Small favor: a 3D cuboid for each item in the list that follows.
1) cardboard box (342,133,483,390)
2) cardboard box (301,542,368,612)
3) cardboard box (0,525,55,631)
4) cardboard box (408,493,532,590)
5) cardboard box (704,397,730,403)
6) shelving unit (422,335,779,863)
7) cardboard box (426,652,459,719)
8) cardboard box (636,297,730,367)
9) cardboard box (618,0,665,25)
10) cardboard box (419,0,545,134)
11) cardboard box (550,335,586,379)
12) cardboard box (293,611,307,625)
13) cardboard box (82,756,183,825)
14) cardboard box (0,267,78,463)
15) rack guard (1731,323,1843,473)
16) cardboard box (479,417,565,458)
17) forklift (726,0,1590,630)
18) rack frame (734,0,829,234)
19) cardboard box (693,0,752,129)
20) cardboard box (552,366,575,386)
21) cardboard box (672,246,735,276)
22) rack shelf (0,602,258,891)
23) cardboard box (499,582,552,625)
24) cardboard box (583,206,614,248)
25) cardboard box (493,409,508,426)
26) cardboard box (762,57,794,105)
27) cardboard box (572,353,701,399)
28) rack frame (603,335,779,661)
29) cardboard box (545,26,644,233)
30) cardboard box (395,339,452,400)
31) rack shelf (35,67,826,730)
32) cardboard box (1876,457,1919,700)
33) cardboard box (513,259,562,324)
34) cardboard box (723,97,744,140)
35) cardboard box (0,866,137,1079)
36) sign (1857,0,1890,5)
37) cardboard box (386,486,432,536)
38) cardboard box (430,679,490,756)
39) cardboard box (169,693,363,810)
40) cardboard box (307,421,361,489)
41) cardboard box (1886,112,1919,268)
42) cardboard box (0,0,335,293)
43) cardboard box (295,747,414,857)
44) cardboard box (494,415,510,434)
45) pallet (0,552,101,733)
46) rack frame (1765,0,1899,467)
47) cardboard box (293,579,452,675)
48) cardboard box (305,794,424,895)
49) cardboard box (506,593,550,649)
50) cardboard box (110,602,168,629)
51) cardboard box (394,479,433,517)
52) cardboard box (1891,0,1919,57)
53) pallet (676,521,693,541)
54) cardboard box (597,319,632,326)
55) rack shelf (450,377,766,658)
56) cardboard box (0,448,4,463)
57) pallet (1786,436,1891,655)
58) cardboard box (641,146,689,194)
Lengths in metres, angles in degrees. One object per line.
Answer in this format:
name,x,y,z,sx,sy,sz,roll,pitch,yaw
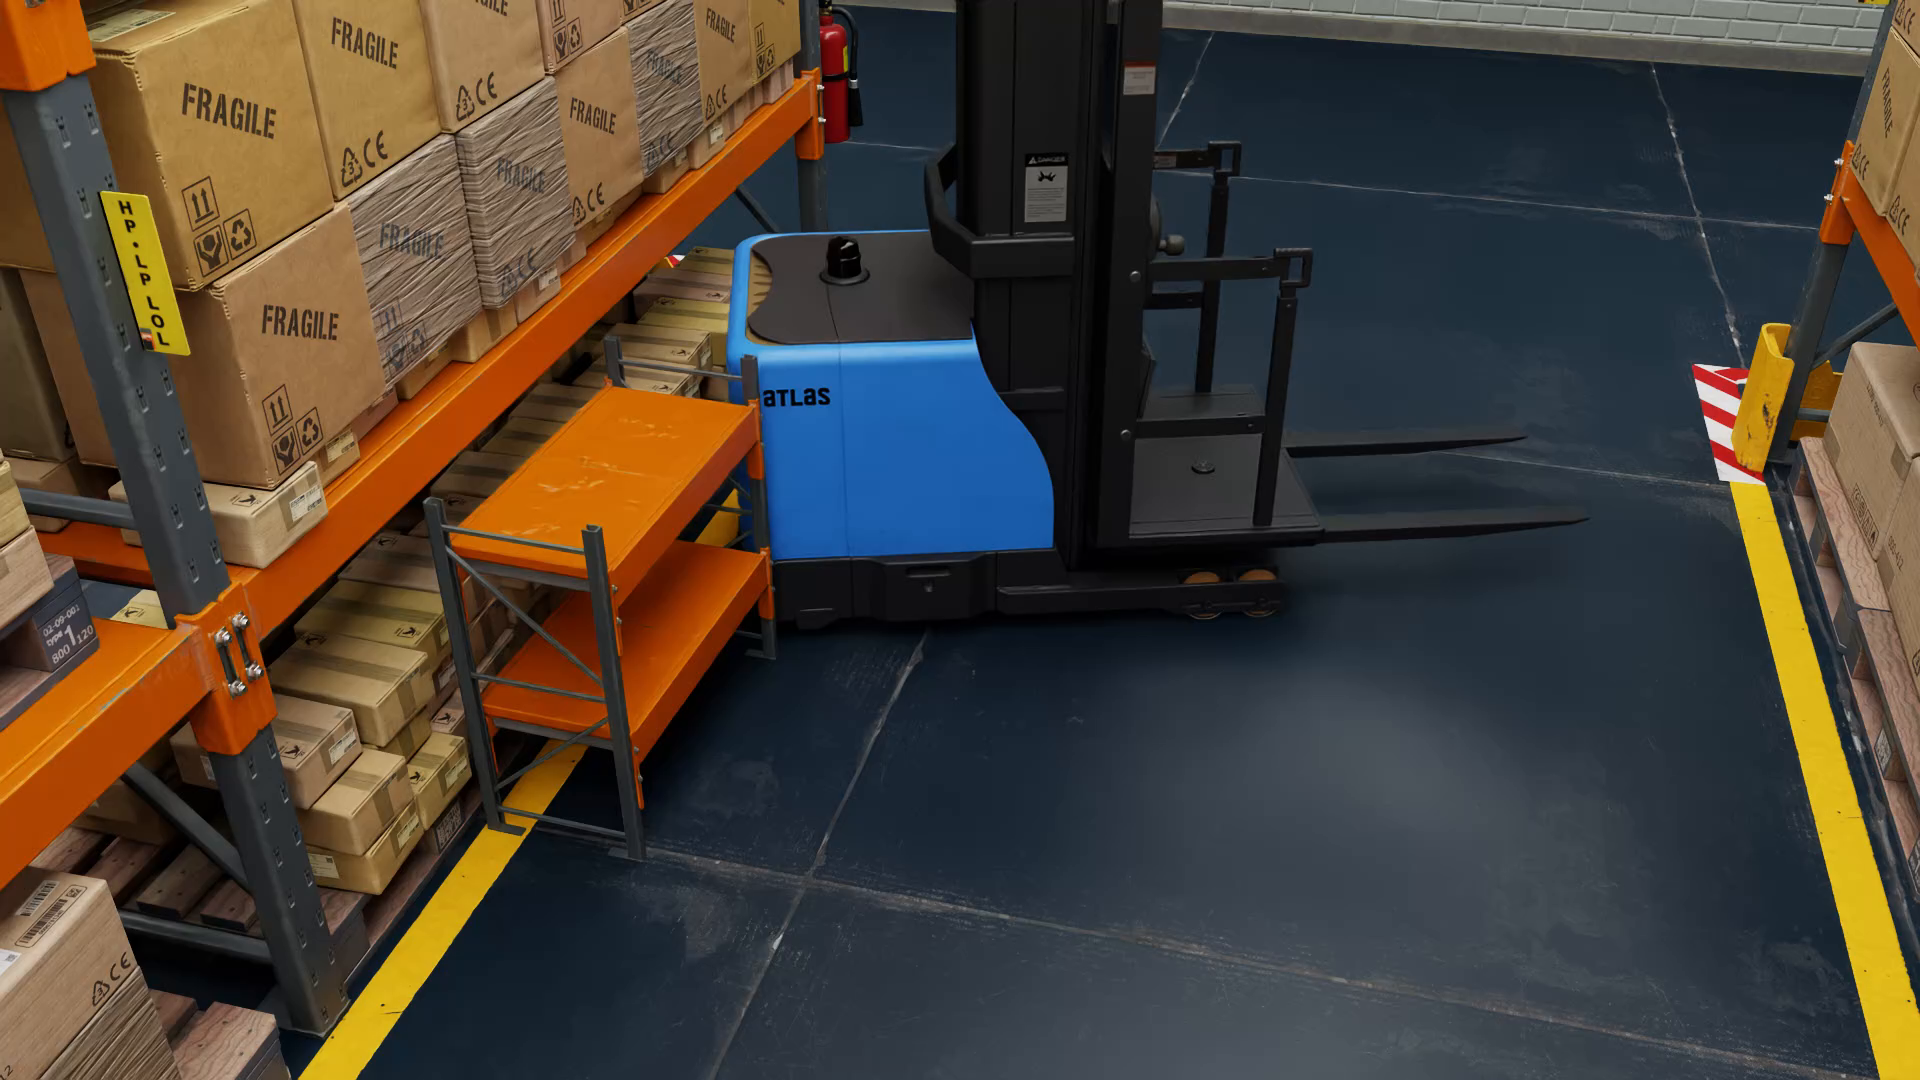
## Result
cardboard box,-1.600,-0.738,4.244,0.500,0.500,0.500,8,33,12
cardboard box,-2.025,0.073,5.050,0.380,0.149,0.250,9,34,14
cardboard box,-1.997,0.072,3.183,0.380,0.149,0.250,7,33,11
cardboard box,-1.469,0.003,5.161,0.380,0.149,0.250,9,33,13
cardboard box,-1.122,-0.565,6.609,0.380,0.149,0.250,8,33,12
shelving unit,-1.003,0.148,4.969,0.538,1.125,1.048,9,34,14
cardboard box,-1.682,0.391,4.827,0.380,0.149,0.250,8,33,12
cardboard box,-1.024,-0.807,6.435,0.380,0.149,0.250,7,33,11
cardboard box,-1.200,-1.950,5.218,0.500,0.500,0.500,10,34,15
cardboard box,-1.463,-1.408,4.367,0.500,0.500,0.500,9,33,13
cardboard box,-1.659,-0.752,6.348,0.380,0.149,0.250,6,33,10
cardboard box,-2.049,0.204,5.122,0.380,0.149,0.250,8,33,13
cardboard box,-2.316,0.604,4.492,0.380,0.149,0.250,9,33,13
cardboard box,-2.239,-0.547,3.943,0.500,0.500,0.500,8,33,12
rack guard,3.747,-0.501,6.572,1.175,0.500,0.348,8,33,12
cardboard box,-1.379,-0.273,5.594,0.380,0.149,0.250,8,33,13
forklift,0.725,-1.240,5.468,3.031,2.935,1.130,-2,33,-4
rack frame,-1.073,-2.165,6.860,1.000,3.000,0.127,8,33,12
cardboard box,-1.074,-1.798,5.912,0.500,0.500,0.500,7,33,12
cardboard box,-1.725,-0.636,6.443,0.380,0.149,0.250,9,34,14
cardboard box,-0.962,-1.081,6.866,0.380,0.149,0.250,8,33,13
rack shelf,-2.596,1.252,2.155,1.077,0.370,4.000,8,33,12
cardboard box,-1.518,0.112,5.266,0.380,0.149,0.250,10,34,15
cardboard box,-1.346,-1.055,5.348,0.380,0.149,0.250,9,33,13
cardboard box,-1.849,-0.479,5.919,0.380,0.149,0.250,9,33,13
cardboard box,-0.882,-1.851,6.601,0.380,0.149,0.250,8,33,12
cardboard box,-1.166,-0.534,6.006,0.380,0.149,0.250,9,34,14
rack frame,-0.857,-0.113,5.380,0.500,1.125,0.032,9,34,14
cardboard box,-1.330,-1.276,5.091,0.500,0.500,0.500,10,34,15
cardboard box,-1.614,-0.516,4.499,0.380,0.149,0.250,7,33,10
rack shelf,-1.580,-0.824,5.420,1.077,0.370,4.000,8,33,12
cardboard box,3.446,0.193,5.148,0.875,0.438,0.875,9,34,14
cardboard box,-1.412,-0.776,4.909,0.380,0.149,0.250,9,34,15
cardboard box,-1.031,-1.595,6.198,0.380,0.149,0.250,8,33,12
cardboard box,-2.032,0.893,3.289,0.500,0.250,0.500,7,33,11
sign,3.205,-2.021,5.753,0.100,0.325,0.005,8,33,12
cardboard box,-1.916,-0.067,5.549,0.380,0.149,0.250,6,33,10
cardboard box,-1.604,0.517,4.907,0.380,0.149,0.250,8,33,12
cardboard box,-1.800,0.535,4.324,0.380,0.149,0.250,9,34,14
cardboard box,-1.706,-0.230,4.050,0.380,0.149,0.250,9,34,14
cardboard box,3.240,-1.110,5.106,0.500,0.500,0.500,8,33,12
cardboard box,-1.738,-0.880,3.536,0.500,0.500,0.500,9,33,14
cardboard box,-1.686,0.666,4.395,0.380,0.149,0.250,10,34,15
cardboard box,-1.729,-0.339,5.976,0.380,0.149,0.250,10,34,15
pallet,-2.423,0.368,3.054,1.003,0.211,1.213,8,33,12
rack frame,3.741,-1.544,5.882,1.000,3.000,0.127,8,33,12
cardboard box,-1.656,0.262,4.753,0.380,0.149,0.250,8,33,12
cardboard box,-1.685,0.791,4.475,0.380,0.149,0.250,7,33,10
cardboard box,-1.554,0.234,5.352,0.380,0.149,0.250,7,33,10
cardboard box,-2.223,0.327,4.651,0.380,0.149,0.250,8,33,13
cardboard box,-1.990,-0.222,5.514,0.380,0.149,0.250,7,33,11
cardboard box,3.343,-1.798,5.256,0.500,0.500,0.500,7,33,11
pallet,-1.644,0.099,5.898,1.003,0.211,1.213,8,33,12
cardboard box,-1.578,-0.893,6.848,0.380,0.149,0.250,8,33,12
rack shelf,-1.003,-0.099,4.812,0.538,0.278,1.000,9,34,14
cardboard box,-2.001,-0.177,3.020,0.380,0.149,0.250,10,34,15
pallet,3.613,0.059,5.961,1.003,0.211,1.213,8,33,12
cardboard box,-1.168,-1.327,5.776,0.380,0.149,0.250,7,33,10
